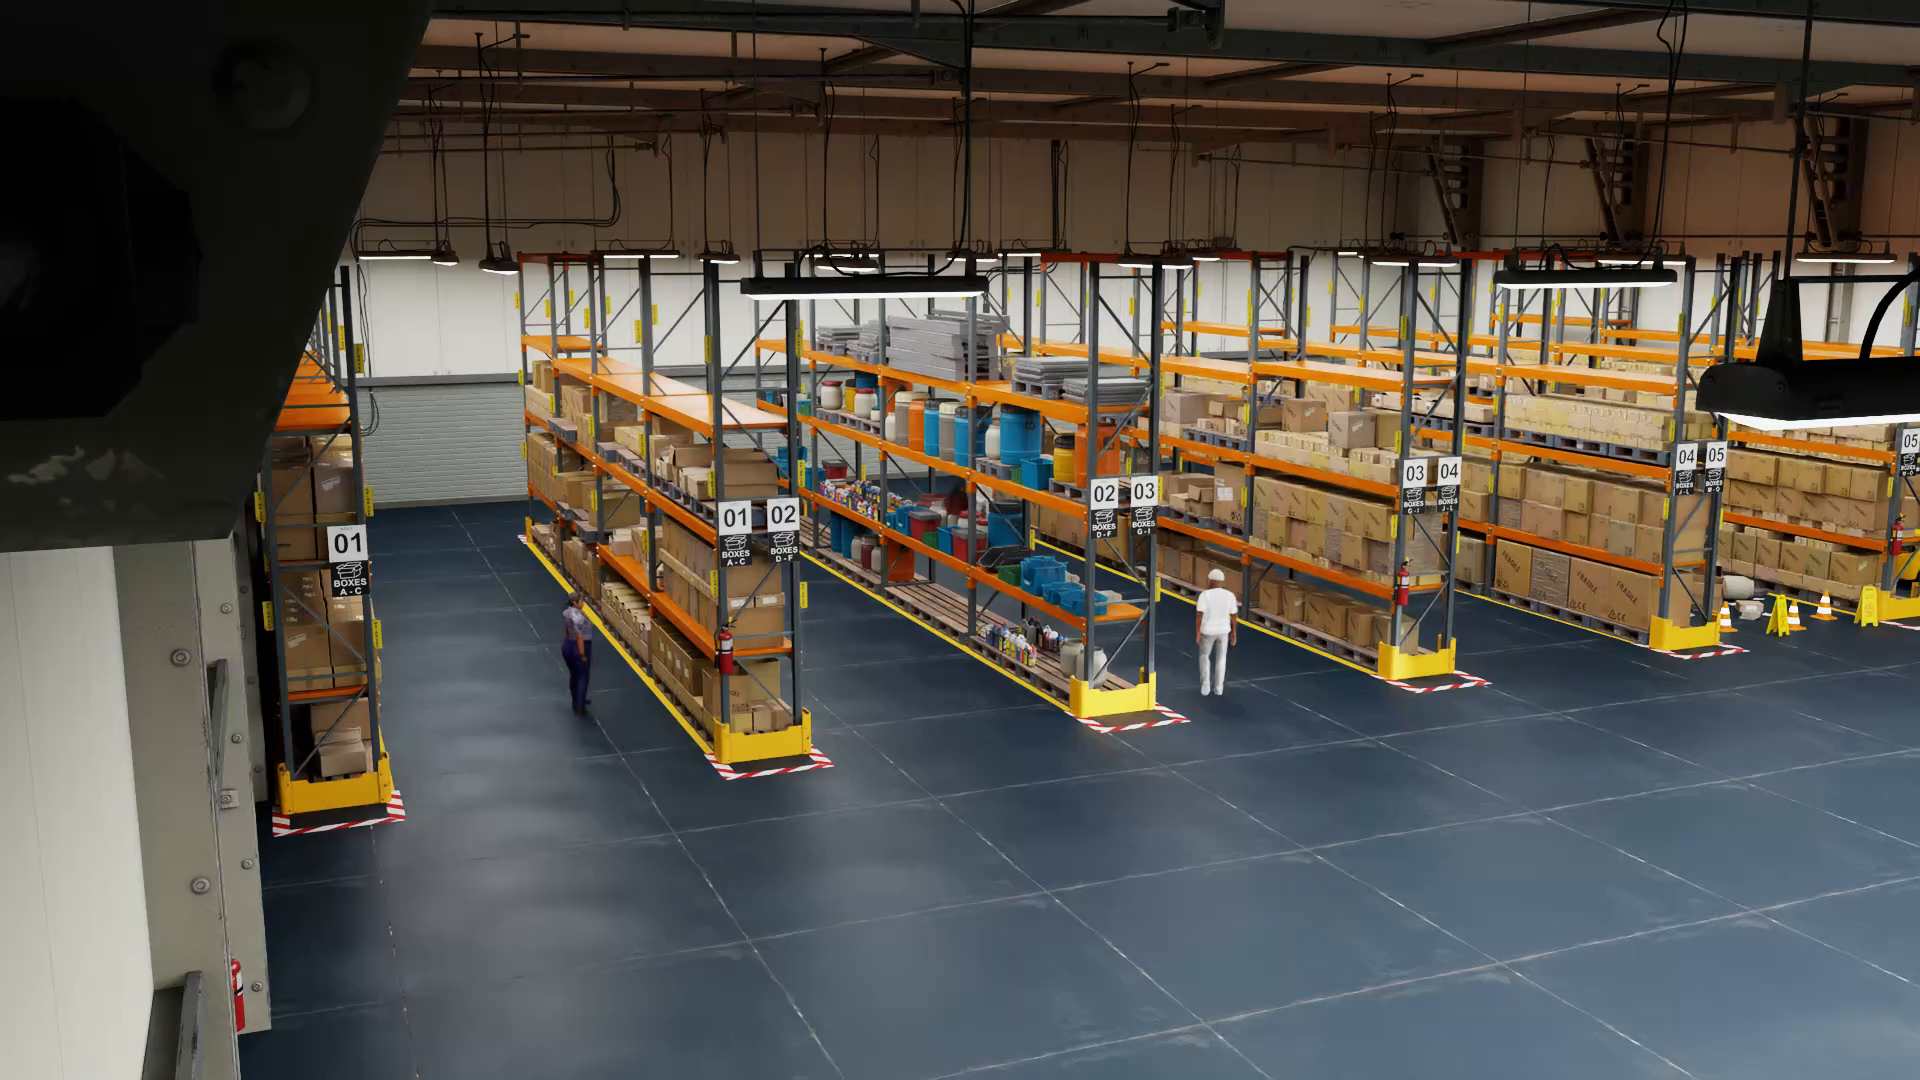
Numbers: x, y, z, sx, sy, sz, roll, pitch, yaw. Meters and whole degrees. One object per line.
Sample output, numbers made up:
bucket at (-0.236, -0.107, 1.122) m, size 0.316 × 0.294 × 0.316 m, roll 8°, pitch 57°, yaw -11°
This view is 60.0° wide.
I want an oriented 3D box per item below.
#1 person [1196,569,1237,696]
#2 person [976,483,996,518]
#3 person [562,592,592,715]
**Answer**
person at (3.547, 1.296, 23.029) m, size 0.569 × 1.757 × 0.582 m, roll 2°, pitch 11°, yaw 10°
person at (0.512, -0.780, 34.348) m, size 0.624 × 1.742 × 0.975 m, roll -5°, pitch 11°, yaw -24°
person at (-5.101, 1.501, 22.381) m, size 0.485 × 1.630 × 0.538 m, roll 8°, pitch 13°, yaw 37°
